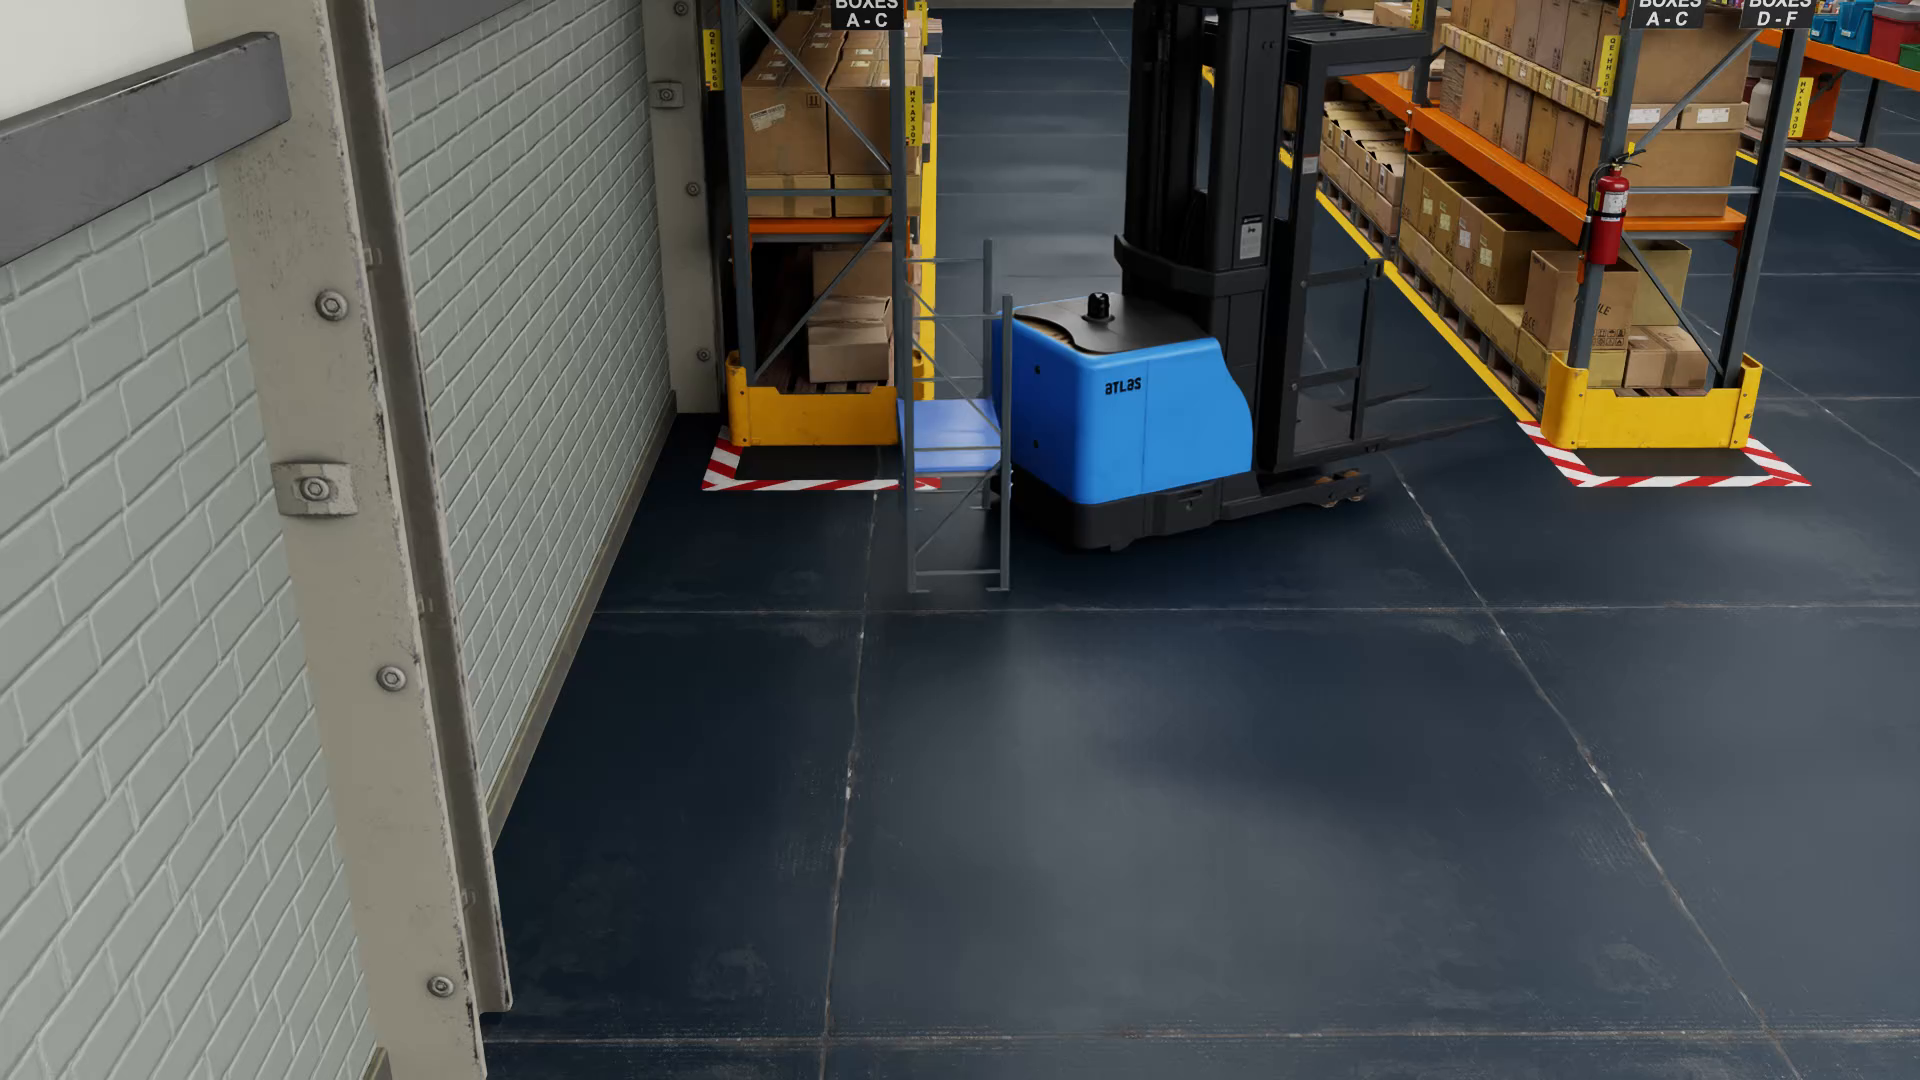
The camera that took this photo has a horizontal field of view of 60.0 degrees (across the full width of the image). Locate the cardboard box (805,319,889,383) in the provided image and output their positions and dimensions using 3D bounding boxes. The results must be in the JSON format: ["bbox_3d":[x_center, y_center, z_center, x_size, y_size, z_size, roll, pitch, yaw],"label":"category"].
[{"bbox_3d":[-0.722,-1.232,10.563,0.500,0.311,0.500,-3,25,-7],"label":"cardboard box"}]

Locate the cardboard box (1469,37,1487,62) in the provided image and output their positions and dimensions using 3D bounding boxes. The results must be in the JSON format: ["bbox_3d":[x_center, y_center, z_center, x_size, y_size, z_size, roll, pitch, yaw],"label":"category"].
[{"bbox_3d":[3.927,-3.555,12.062,0.380,0.149,0.250,0,24,-1],"label":"cardboard box"}]

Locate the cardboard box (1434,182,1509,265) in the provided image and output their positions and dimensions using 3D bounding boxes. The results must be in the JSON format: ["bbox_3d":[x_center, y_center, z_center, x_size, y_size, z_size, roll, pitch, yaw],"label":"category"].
[{"bbox_3d":[3.809,-2.319,12.155,0.500,0.500,0.500,0,24,-1],"label":"cardboard box"}]

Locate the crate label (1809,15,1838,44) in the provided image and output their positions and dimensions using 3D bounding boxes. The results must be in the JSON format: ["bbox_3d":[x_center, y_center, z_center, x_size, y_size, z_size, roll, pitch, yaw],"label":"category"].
[{"bbox_3d":[8.645,-5.061,16.503,0.303,0.233,0.416,0,24,-1],"label":"crate label"}]

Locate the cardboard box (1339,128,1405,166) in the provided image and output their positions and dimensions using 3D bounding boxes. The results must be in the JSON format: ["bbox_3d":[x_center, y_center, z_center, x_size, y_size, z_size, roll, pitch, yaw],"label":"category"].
[{"bbox_3d":[3.798,-3.630,15.283,0.500,0.311,0.500,-1,24,-1],"label":"cardboard box"}]

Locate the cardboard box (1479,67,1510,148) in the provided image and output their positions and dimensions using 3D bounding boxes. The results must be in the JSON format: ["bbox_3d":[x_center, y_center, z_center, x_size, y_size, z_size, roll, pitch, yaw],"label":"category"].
[{"bbox_3d":[4.131,-3.082,11.803,0.700,0.500,0.500,0,24,0],"label":"cardboard box"}]

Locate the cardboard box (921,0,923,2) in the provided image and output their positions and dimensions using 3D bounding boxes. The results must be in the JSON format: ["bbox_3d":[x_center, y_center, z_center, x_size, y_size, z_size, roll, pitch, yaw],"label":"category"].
[{"bbox_3d":[-0.641,-5.659,17.117,0.500,0.500,0.500,0,24,1],"label":"cardboard box"}]

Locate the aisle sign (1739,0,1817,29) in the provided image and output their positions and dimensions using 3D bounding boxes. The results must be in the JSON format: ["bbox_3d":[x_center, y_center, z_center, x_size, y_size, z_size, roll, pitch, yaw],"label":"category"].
[{"bbox_3d":[4.456,-3.154,8.929,0.394,0.787,0.004,0,24,-1],"label":"aisle sign"}]

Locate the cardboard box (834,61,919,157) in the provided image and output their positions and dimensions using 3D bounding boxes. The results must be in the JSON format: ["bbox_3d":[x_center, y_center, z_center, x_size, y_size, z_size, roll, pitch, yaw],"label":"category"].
[{"bbox_3d":[-0.504,-2.656,10.229,0.500,0.500,0.500,0,24,0],"label":"cardboard box"}]

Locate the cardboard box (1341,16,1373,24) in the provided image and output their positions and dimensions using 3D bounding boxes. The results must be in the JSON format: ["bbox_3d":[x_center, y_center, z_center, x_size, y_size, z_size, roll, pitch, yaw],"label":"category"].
[{"bbox_3d":[3.878,-4.882,16.012,0.500,0.311,0.500,-1,24,-1],"label":"cardboard box"}]

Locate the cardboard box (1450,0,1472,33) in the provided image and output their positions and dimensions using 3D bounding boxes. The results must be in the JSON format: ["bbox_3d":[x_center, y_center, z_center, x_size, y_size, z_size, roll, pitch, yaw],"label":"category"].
[{"bbox_3d":[4.117,-4.097,12.474,0.700,0.500,0.500,0,24,0],"label":"cardboard box"}]

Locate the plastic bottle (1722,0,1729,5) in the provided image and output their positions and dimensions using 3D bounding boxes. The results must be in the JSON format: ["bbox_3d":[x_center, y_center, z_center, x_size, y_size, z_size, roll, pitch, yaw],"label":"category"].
[{"bbox_3d":[8.568,-6.026,18.576,0.061,0.283,0.133,0,24,-1],"label":"plastic bottle"}]

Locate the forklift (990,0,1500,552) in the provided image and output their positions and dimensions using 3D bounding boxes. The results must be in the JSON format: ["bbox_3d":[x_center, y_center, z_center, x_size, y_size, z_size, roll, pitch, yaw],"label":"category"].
[{"bbox_3d":[1.699,-1.691,8.932,3.031,2.935,1.130,-12,27,-25],"label":"forklift"}]

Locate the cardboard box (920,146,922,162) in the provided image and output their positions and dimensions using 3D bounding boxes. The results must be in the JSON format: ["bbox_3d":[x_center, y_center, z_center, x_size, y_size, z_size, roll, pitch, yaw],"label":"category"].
[{"bbox_3d":[-0.515,-2.747,11.341,0.500,0.250,0.500,0,24,0],"label":"cardboard box"}]

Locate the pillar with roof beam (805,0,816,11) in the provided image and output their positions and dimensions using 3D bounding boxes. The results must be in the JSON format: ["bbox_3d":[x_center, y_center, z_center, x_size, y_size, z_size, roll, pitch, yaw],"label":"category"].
[{"bbox_3d":[2.497,-9.953,19.838,9.100,9.000,0.400,0,24,-1],"label":"pillar with roof beam"}]

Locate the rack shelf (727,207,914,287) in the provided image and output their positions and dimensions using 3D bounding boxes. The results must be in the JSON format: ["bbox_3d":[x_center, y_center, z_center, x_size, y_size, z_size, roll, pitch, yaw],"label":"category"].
[{"bbox_3d":[-0.826,-2.468,11.439,1.077,0.370,4.000,0,24,-1],"label":"rack shelf"}]

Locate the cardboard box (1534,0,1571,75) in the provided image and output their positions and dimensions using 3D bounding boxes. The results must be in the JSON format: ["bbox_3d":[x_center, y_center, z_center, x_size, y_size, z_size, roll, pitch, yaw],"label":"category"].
[{"bbox_3d":[4.139,-3.270,10.645,0.700,0.500,0.500,0,24,0],"label":"cardboard box"}]

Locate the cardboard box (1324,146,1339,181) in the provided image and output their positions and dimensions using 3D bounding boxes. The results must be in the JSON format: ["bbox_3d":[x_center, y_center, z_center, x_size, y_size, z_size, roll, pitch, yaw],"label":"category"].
[{"bbox_3d":[3.792,-3.592,15.879,0.500,0.250,0.500,-1,24,-2],"label":"cardboard box"}]

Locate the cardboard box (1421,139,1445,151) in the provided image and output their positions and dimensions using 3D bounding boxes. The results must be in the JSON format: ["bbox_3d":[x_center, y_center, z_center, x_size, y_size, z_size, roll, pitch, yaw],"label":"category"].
[{"bbox_3d":[4.343,-3.428,14.837,0.500,0.311,0.500,-1,24,-2],"label":"cardboard box"}]

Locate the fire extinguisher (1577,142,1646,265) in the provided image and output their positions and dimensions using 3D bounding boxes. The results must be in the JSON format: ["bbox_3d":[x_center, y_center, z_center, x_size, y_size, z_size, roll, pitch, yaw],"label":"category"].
[{"bbox_3d":[3.686,-1.909,9.425,0.296,0.674,0.183,0,24,-1],"label":"fire extinguisher"}]

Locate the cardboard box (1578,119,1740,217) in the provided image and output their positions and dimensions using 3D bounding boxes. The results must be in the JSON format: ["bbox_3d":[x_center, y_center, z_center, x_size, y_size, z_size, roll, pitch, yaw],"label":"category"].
[{"bbox_3d":[4.157,-2.233,9.926,0.700,0.500,0.500,0,24,-1],"label":"cardboard box"}]

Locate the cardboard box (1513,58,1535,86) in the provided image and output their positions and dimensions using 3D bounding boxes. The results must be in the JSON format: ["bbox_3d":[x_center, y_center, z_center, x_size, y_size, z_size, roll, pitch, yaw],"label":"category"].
[{"bbox_3d":[3.936,-3.132,11.127,0.380,0.149,0.250,-1,24,-1],"label":"cardboard box"}]

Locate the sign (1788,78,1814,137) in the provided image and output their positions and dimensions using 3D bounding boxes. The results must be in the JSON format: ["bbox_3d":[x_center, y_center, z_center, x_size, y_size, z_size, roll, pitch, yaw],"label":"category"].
[{"bbox_3d":[4.704,-2.426,9.327,0.100,0.325,0.005,0,24,-1],"label":"sign"}]

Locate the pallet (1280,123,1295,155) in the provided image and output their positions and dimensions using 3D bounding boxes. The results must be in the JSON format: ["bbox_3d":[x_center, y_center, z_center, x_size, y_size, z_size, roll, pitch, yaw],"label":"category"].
[{"bbox_3d":[4.092,-4.329,18.065,1.003,0.211,1.213,0,24,-1],"label":"pallet"}]

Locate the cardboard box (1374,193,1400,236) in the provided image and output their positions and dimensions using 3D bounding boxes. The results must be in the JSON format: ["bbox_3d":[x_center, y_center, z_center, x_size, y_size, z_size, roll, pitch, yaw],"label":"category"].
[{"bbox_3d":[3.811,-2.751,14.021,0.500,0.250,0.500,0,24,-1],"label":"cardboard box"}]

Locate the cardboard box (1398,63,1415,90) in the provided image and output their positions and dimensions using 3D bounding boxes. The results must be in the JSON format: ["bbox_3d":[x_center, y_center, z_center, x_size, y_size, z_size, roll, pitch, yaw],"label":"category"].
[{"bbox_3d":[3.912,-3.944,13.993,0.396,0.266,0.258,-1,24,-2],"label":"cardboard box"}]

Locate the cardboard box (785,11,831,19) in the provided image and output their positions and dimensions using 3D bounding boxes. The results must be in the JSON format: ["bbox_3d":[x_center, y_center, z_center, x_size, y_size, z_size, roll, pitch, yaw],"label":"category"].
[{"bbox_3d":[-1.051,-3.707,12.555,0.500,0.500,0.500,-1,24,-2],"label":"cardboard box"}]

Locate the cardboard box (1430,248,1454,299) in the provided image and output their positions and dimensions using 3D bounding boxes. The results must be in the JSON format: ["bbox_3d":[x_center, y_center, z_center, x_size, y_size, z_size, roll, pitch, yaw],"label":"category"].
[{"bbox_3d":[3.808,-1.977,12.309,0.500,0.250,0.500,0,24,-1],"label":"cardboard box"}]

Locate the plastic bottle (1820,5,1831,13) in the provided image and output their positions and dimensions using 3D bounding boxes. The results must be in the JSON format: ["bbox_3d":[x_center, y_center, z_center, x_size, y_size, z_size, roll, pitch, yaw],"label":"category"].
[{"bbox_3d":[9.204,-5.584,17.698,0.097,0.201,0.097,0,24,0],"label":"plastic bottle"}]

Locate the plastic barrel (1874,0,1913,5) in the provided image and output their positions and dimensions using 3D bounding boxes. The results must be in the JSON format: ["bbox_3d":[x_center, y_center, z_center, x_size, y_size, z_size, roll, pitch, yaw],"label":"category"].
[{"bbox_3d":[9.323,-5.185,16.408,0.600,0.536,0.708,0,24,-1],"label":"plastic barrel"}]

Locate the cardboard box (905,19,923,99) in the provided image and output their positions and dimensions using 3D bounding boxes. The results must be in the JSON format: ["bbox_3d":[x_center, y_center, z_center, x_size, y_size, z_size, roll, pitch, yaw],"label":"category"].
[{"bbox_3d":[-0.522,-3.503,12.103,0.500,0.500,0.500,0,24,-1],"label":"cardboard box"}]

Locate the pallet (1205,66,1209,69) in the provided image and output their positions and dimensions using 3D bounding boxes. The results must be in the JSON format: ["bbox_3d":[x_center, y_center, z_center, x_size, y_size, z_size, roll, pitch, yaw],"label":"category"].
[{"bbox_3d":[3.985,-6.958,23.878,1.003,0.211,1.213,0,24,-1],"label":"pallet"}]

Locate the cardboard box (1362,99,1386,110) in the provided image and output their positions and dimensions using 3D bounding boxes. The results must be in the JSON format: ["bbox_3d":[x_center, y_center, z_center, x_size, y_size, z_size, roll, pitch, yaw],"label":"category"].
[{"bbox_3d":[4.314,-4.271,16.700,0.500,0.311,0.500,0,24,1],"label":"cardboard box"}]

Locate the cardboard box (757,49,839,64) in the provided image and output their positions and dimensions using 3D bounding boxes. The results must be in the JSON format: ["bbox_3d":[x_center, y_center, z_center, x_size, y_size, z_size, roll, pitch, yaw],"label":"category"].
[{"bbox_3d":[-1.027,-2.868,10.698,0.500,0.500,0.500,-1,24,-2],"label":"cardboard box"}]

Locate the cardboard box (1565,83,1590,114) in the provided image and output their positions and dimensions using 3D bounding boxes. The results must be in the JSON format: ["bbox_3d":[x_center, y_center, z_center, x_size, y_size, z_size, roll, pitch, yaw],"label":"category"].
[{"bbox_3d":[3.947,-2.706,10.185,0.380,0.149,0.250,-1,24,-1],"label":"cardboard box"}]

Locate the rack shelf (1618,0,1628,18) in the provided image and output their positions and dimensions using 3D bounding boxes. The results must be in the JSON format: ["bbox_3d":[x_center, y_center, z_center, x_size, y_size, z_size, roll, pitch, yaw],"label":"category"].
[{"bbox_3d":[4.128,-3.858,10.874,1.077,0.370,4.000,0,24,-1],"label":"rack shelf"}]

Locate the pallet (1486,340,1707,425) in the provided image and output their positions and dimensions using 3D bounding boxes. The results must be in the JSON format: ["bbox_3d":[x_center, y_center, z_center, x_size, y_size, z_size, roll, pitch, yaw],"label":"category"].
[{"bbox_3d":[4.099,-1.040,10.792,1.003,0.211,1.213,0,24,-1],"label":"pallet"}]

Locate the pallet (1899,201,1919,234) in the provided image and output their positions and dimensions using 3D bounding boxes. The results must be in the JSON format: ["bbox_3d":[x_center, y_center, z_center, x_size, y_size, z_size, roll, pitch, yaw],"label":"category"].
[{"bbox_3d":[9.011,-2.717,14.501,1.003,0.211,1.213,0,24,-1],"label":"pallet"}]

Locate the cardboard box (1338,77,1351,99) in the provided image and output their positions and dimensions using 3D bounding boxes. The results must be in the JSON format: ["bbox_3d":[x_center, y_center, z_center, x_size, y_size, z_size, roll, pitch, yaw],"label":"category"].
[{"bbox_3d":[4.332,-4.758,18.129,0.500,0.500,0.500,-1,24,-2],"label":"cardboard box"}]

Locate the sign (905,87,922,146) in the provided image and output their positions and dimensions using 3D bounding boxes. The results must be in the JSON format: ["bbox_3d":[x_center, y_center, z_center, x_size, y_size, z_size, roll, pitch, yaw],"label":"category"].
[{"bbox_3d":[-0.261,-2.368,9.296,0.100,0.325,0.005,0,24,-1],"label":"sign"}]

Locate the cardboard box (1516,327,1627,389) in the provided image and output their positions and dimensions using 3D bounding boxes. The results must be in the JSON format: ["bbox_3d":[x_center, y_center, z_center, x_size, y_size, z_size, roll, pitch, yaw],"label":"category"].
[{"bbox_3d":[3.848,-1.153,10.487,0.500,0.250,0.500,0,24,-1],"label":"cardboard box"}]

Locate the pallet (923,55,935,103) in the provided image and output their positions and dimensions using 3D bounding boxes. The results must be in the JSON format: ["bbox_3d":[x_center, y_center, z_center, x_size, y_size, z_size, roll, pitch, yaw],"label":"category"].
[{"bbox_3d":[-0.711,-3.848,13.850,1.003,0.211,1.213,0,24,-1],"label":"pallet"}]

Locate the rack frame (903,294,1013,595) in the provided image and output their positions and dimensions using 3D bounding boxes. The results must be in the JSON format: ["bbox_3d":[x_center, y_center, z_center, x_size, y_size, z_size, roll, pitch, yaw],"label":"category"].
[{"bbox_3d":[-0.011,-0.430,7.880,0.500,1.500,0.032,-2,24,-4],"label":"rack frame"}]

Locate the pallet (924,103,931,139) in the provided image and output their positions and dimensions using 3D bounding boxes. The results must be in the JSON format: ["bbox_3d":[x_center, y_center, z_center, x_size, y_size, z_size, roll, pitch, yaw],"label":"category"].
[{"bbox_3d":[-0.835,-4.824,19.160,1.003,0.211,1.213,0,24,-1],"label":"pallet"}]

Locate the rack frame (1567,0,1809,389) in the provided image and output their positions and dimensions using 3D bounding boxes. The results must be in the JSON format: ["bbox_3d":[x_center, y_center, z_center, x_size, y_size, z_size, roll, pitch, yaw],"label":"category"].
[{"bbox_3d":[4.149,-1.995,9.521,1.000,3.000,0.127,0,24,-1],"label":"rack frame"}]

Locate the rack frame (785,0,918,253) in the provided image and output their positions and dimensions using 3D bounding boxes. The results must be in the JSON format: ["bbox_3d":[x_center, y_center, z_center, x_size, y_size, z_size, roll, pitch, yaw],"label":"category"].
[{"bbox_3d":[-0.848,-3.620,13.113,1.000,3.000,0.127,0,24,-1],"label":"rack frame"}]

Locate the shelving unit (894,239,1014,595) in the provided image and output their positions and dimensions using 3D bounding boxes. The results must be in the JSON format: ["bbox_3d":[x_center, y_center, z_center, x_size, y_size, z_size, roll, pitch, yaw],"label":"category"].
[{"bbox_3d":[-0.047,-0.638,8.342,0.538,1.500,1.048,-2,24,-4],"label":"shelving unit"}]
